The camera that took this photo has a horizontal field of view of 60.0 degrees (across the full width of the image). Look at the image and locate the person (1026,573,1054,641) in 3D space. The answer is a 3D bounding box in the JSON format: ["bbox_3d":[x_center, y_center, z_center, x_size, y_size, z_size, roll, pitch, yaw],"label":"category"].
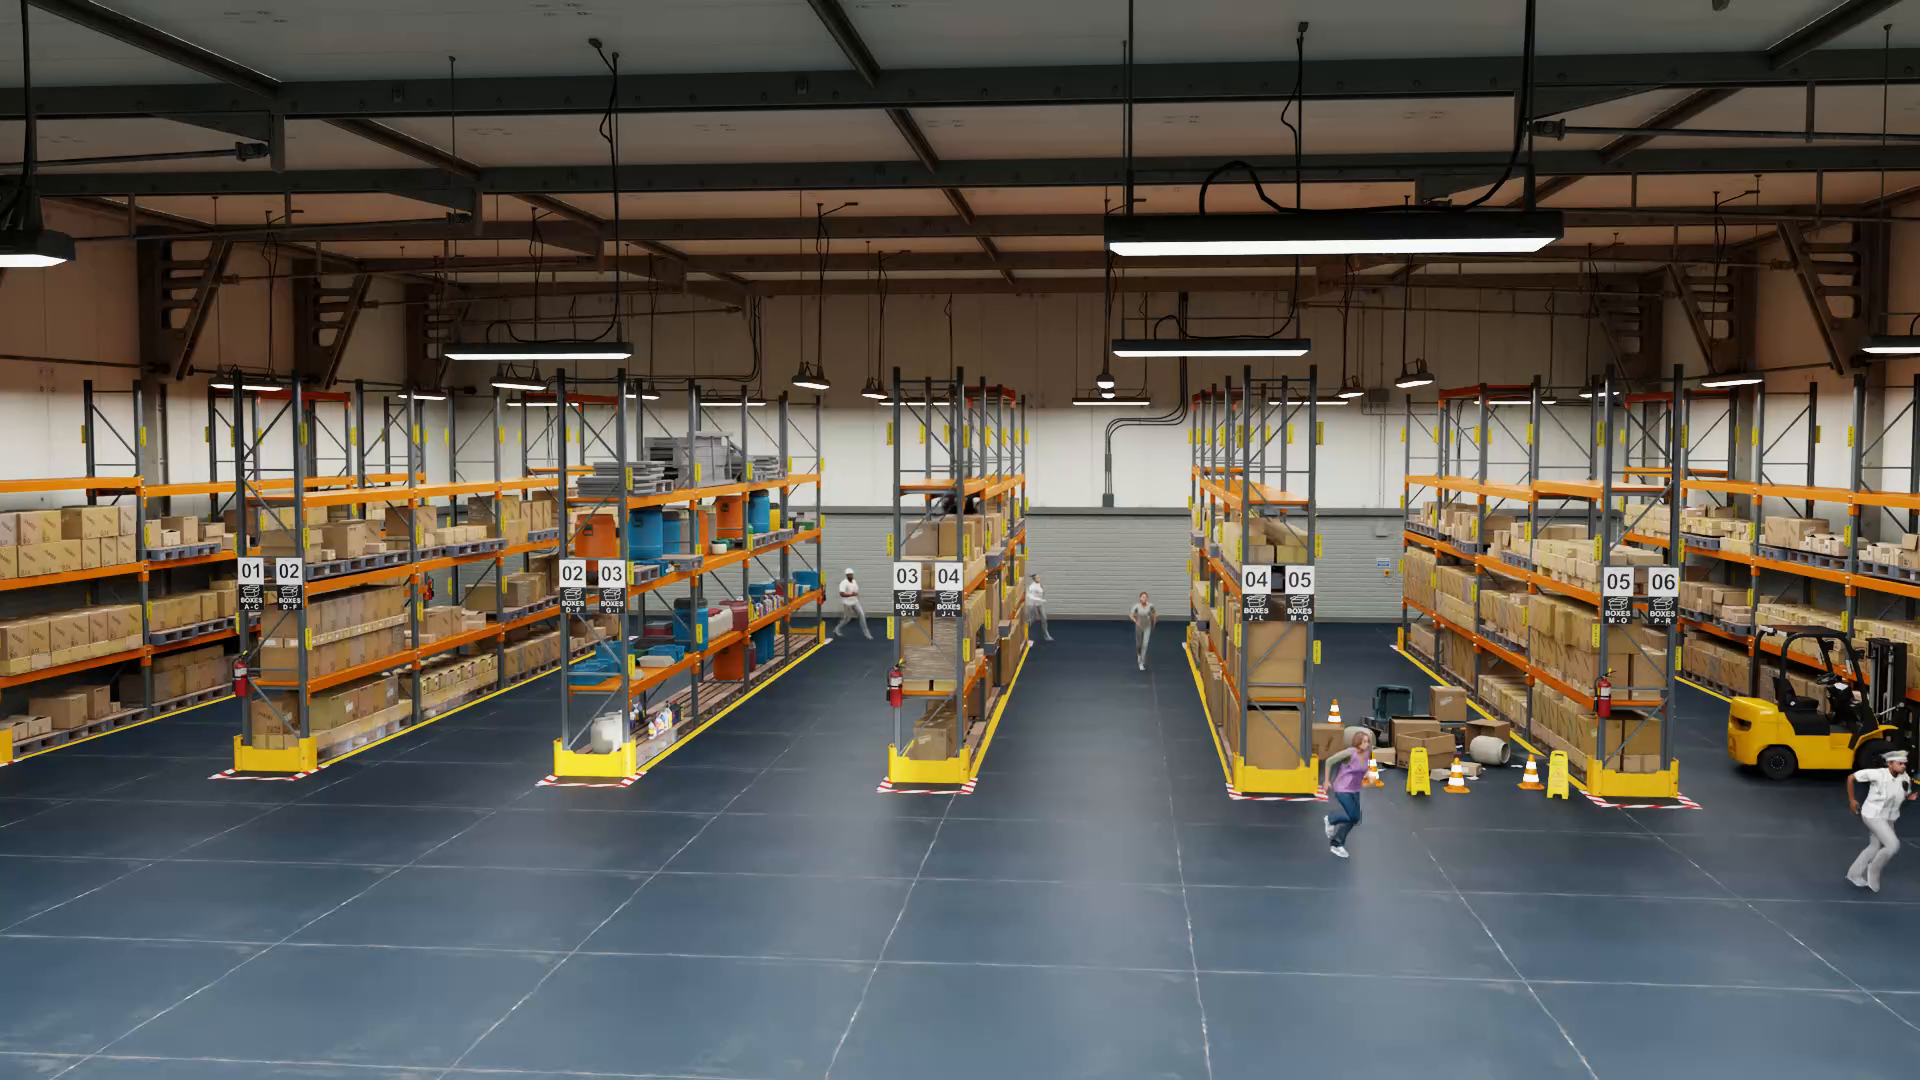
[{"bbox_3d":[1.819,1.630,40.840,0.824,1.694,0.624,3,4,38],"label":"person"}]

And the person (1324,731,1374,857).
[{"bbox_3d":[4.645,3.030,19.839,0.527,1.515,0.666,-3,5,-39],"label":"person"}]

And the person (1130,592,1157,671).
[{"bbox_3d":[3.967,1.942,36.005,0.587,1.662,0.959,0,4,2],"label":"person"}]

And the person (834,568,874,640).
[{"bbox_3d":[-2.700,1.573,40.994,1.000,1.761,0.708,3,4,36],"label":"person"}]

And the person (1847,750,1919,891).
[{"bbox_3d":[10.046,3.047,18.142,0.550,1.607,0.840,-1,4,-19],"label":"person"}]
